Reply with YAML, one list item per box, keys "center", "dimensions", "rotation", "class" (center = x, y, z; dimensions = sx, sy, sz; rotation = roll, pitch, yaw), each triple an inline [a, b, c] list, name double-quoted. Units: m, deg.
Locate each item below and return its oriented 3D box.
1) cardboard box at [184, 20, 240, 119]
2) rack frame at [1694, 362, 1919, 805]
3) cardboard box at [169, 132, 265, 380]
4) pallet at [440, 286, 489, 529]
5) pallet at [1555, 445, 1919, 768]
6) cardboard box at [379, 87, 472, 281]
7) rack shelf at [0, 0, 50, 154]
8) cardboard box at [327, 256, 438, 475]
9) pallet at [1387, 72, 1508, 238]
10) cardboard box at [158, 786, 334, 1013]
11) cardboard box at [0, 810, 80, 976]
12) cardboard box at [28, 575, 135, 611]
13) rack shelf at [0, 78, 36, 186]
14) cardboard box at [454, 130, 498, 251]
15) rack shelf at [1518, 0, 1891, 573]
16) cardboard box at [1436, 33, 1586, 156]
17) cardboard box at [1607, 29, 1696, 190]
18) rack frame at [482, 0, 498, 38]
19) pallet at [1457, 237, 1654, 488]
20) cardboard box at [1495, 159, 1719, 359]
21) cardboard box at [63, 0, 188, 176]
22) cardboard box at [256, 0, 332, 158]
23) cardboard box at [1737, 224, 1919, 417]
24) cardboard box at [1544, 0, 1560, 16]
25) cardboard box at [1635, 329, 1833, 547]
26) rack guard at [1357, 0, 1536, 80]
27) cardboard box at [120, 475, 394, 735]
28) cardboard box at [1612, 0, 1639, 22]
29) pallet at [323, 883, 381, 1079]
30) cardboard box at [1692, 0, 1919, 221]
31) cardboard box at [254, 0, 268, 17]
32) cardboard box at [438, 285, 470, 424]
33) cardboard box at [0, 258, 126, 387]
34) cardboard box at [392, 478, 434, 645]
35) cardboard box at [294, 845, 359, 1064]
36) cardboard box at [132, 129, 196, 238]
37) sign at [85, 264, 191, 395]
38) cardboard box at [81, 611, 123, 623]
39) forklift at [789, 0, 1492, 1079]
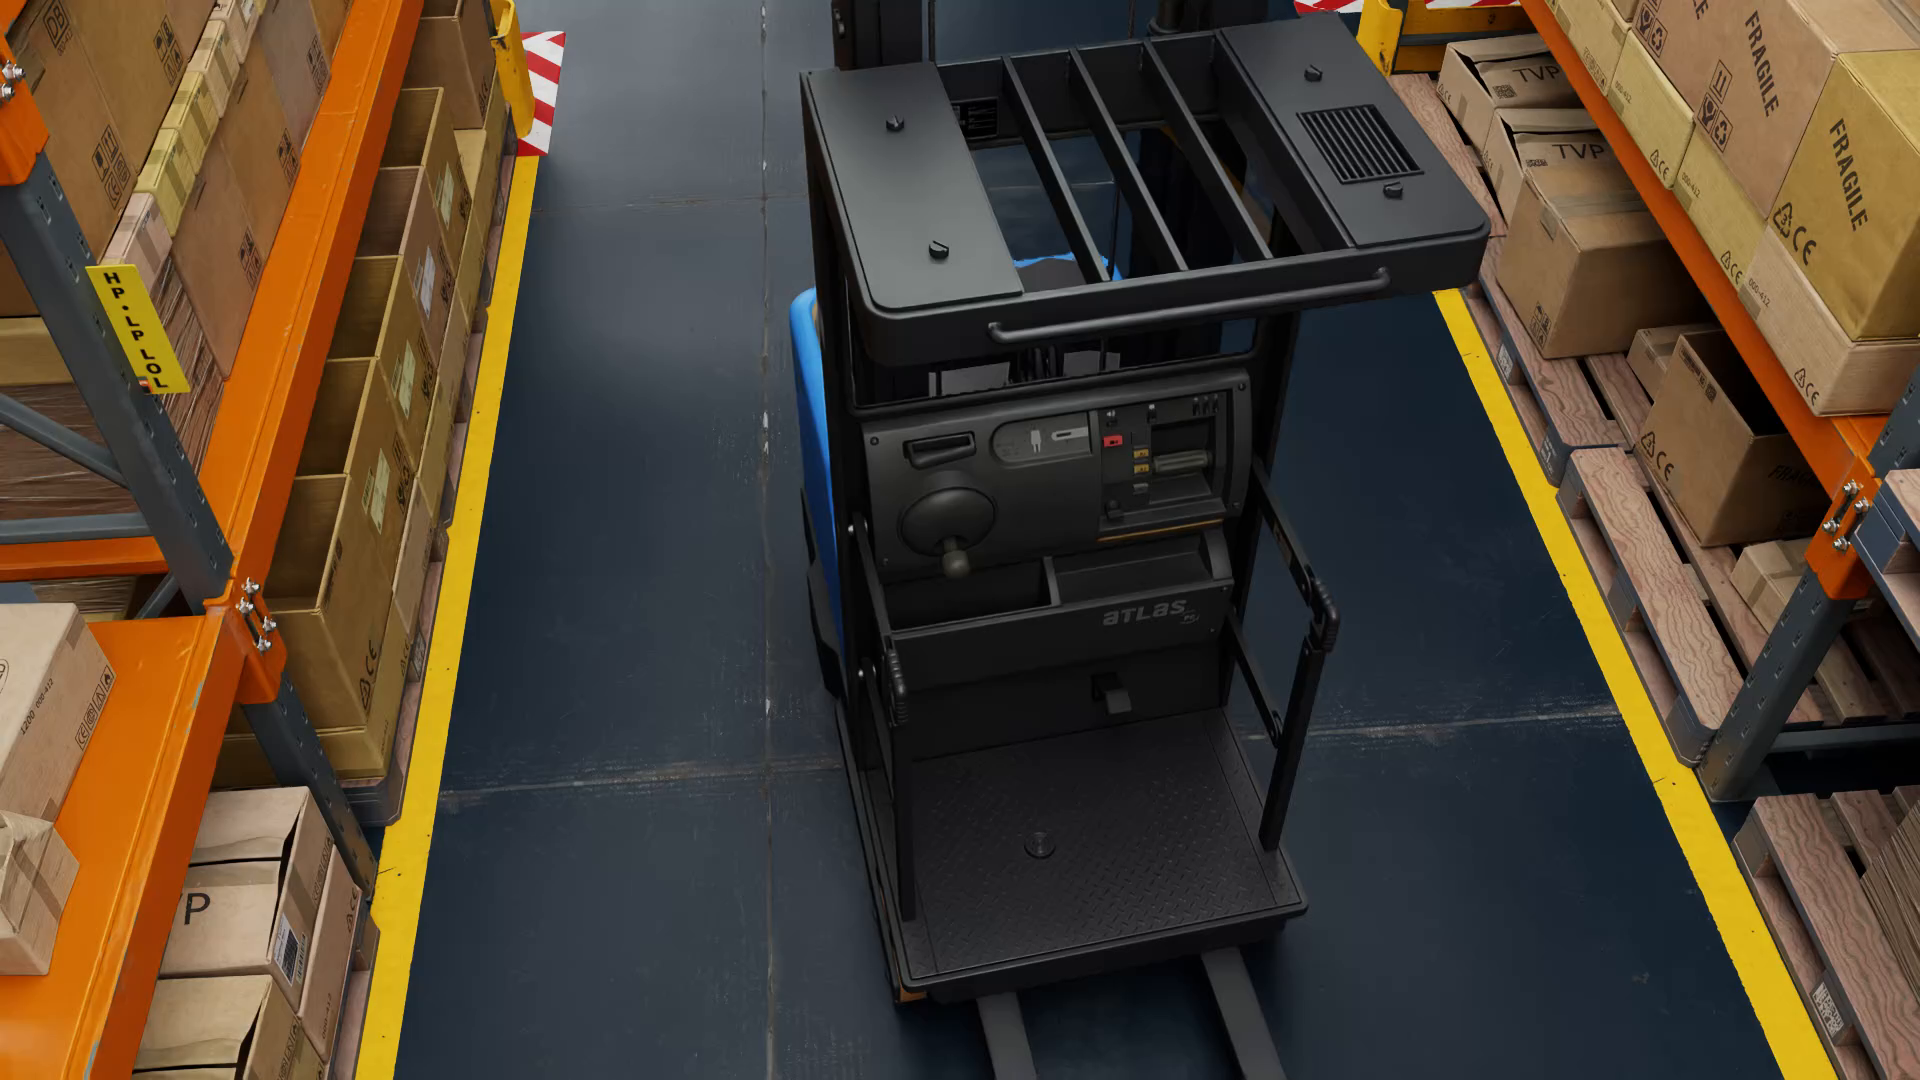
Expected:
- center: [-2.105, -1.210, 4.314]
  dimensions: [0.380, 0.149, 0.250]
  rotation: [-5, 47, -5]
  class: "cardboard box"
- center: [2.747, -0.311, 3.979]
  dimensions: [1.000, 3.000, 0.127]
  rotation: [-3, 47, -3]
  class: "rack frame"
- center: [-2.283, -0.743, 4.319]
  dimensions: [0.700, 0.500, 0.500]
  rotation: [-4, 47, -4]
  class: "cardboard box"
- center: [-2.319, -0.511, 6.088]
  dimensions: [1.003, 0.211, 1.213]
  rotation: [-3, 47, -3]
  class: "pallet"
- center: [2.656, 0.164, 5.449]
  dimensions: [1.003, 0.211, 1.213]
  rotation: [-3, 47, -3]
  class: "pallet"
- center: [-2.084, -1.265, 5.971]
  dimensions: [0.500, 0.500, 0.500]
  rotation: [-3, 47, -3]
  class: "cardboard box"
- center: [-2.356, -2.238, 4.233]
  dimensions: [1.077, 0.370, 4.000]
  rotation: [-3, 47, -3]
  class: "rack shelf"
- center: [-2.000, -0.542, 5.285]
  dimensions: [0.500, 0.500, 0.500]
  rotation: [-3, 47, -3]
  class: "cardboard box"
- center: [2.451, -1.601, 7.121]
  dimensions: [1.003, 0.211, 1.213]
  rotation: [-3, 47, -3]
  class: "pallet"
- center: [-1.869, 0.877, 4.072]
  dimensions: [0.500, 0.311, 0.500]
  rotation: [-3, 47, -3]
  class: "cardboard box"
- center: [-1.932, 0.664, 3.148]
  dimensions: [0.396, 0.266, 0.258]
  rotation: [-5, 47, -4]
  class: "cardboard box"
- center: [-2.476, -0.149, 4.913]
  dimensions: [0.500, 0.500, 0.500]
  rotation: [-3, 47, -3]
  class: "cardboard box"
- center: [-2.022, 0.656, 1.492]
  dimensions: [1.077, 0.370, 4.000]
  rotation: [-3, 47, -3]
  class: "rack shelf"
- center: [-2.131, -1.369, 6.585]
  dimensions: [0.500, 0.250, 0.500]
  rotation: [-3, 47, -3]
  class: "cardboard box"
- center: [2.580, -1.511, 5.610]
  dimensions: [1.077, 0.370, 4.000]
  rotation: [-3, 47, -3]
  class: "rack shelf"
- center: [2.380, -1.926, 7.057]
  dimensions: [0.500, 0.311, 0.500]
  rotation: [-8, 47, -8]
  class: "cardboard box"
- center: [2.314, -1.314, 5.018]
  dimensions: [0.500, 0.250, 0.500]
  rotation: [-4, 47, -4]
  class: "cardboard box"
- center: [-2.524, -2.901, 6.432]
  dimensions: [1.000, 3.000, 0.127]
  rotation: [-3, 47, -3]
  class: "rack frame"
- center: [2.550, -0.721, 6.287]
  dimensions: [1.003, 0.211, 1.213]
  rotation: [-3, 47, -3]
  class: "pallet"
- center: [2.440, -1.044, 6.092]
  dimensions: [0.700, 0.500, 0.500]
  rotation: [-6, 47, -6]
  class: "cardboard box"
- center: [-2.276, -1.174, 3.833]
  dimensions: [0.700, 0.500, 0.500]
  rotation: [-4, 47, -3]
  class: "cardboard box"
- center: [-2.365, -1.477, 5.014]
  dimensions: [0.700, 0.500, 0.500]
  rotation: [-2, 47, -2]
  class: "cardboard box"
- center: [2.405, -0.590, 4.333]
  dimensions: [0.500, 0.250, 0.500]
  rotation: [-3, 47, -3]
  class: "cardboard box"
- center: [2.231, -2.044, 5.710]
  dimensions: [0.500, 0.250, 0.500]
  rotation: [-4, 47, -4]
  class: "cardboard box"
- center: [2.620, -0.351, 5.435]
  dimensions: [0.500, 0.500, 0.500]
  rotation: [-7, 47, -6]
  class: "cardboard box"
- center: [2.419, -2.290, 7.575]
  dimensions: [1.175, 0.500, 0.348]
  rotation: [-3, 47, -3]
  class: "rack guard"
- center: [-1.916, 0.182, 4.600]
  dimensions: [0.500, 0.500, 0.500]
  rotation: [-3, 47, -3]
  class: "cardboard box"
- center: [2.276, -1.949, 5.103]
  dimensions: [0.500, 0.500, 0.500]
  rotation: [-2, 47, -2]
  class: "cardboard box"
- center: [-2.088, 1.482, 4.201]
  dimensions: [1.003, 0.211, 1.213]
  rotation: [-3, 47, -3]
  class: "pallet"
- center: [2.352, -1.208, 4.401]
  dimensions: [0.500, 0.500, 0.500]
  rotation: [-4, 47, -4]
  class: "cardboard box"
- center: [-2.152, -1.591, 4.675]
  dimensions: [0.380, 0.149, 0.250]
  rotation: [-4, 47, -4]
  class: "cardboard box"
- center: [-2.047, -0.646, 5.900]
  dimensions: [0.500, 0.250, 0.500]
  rotation: [-3, 47, -3]
  class: "cardboard box"
- center: [-2.018, -0.471, 3.614]
  dimensions: [0.380, 0.149, 0.250]
  rotation: [-4, 47, -3]
  class: "cardboard box"
- center: [-1.962, 0.078, 5.215]
  dimensions: [0.500, 0.250, 0.500]
  rotation: [-3, 47, -3]
  class: "cardboard box"
- center: [-1.865, 1.076, 4.269]
  dimensions: [0.500, 0.250, 0.500]
  rotation: [-4, 47, -4]
  class: "cardboard box"
- center: [-2.063, -0.839, 3.963]
  dimensions: [0.380, 0.149, 0.250]
  rotation: [-5, 47, -4]
  class: "cardboard box"
- center: [-1.649, -0.418, 3.337]
  dimensions: [0.100, 0.325, 0.005]
  rotation: [-3, 47, -3]
  class: "sign"
- center: [-2.446, 0.472, 4.842]
  dimensions: [0.500, 0.250, 0.500]
  rotation: [-3, 47, -3]
  class: "cardboard box"
- center: [0.288, -0.055, 3.783]
  dimensions: [1.130, 2.935, 3.031]
  rotation: [-9, 47, -8]
  class: "forklift"
